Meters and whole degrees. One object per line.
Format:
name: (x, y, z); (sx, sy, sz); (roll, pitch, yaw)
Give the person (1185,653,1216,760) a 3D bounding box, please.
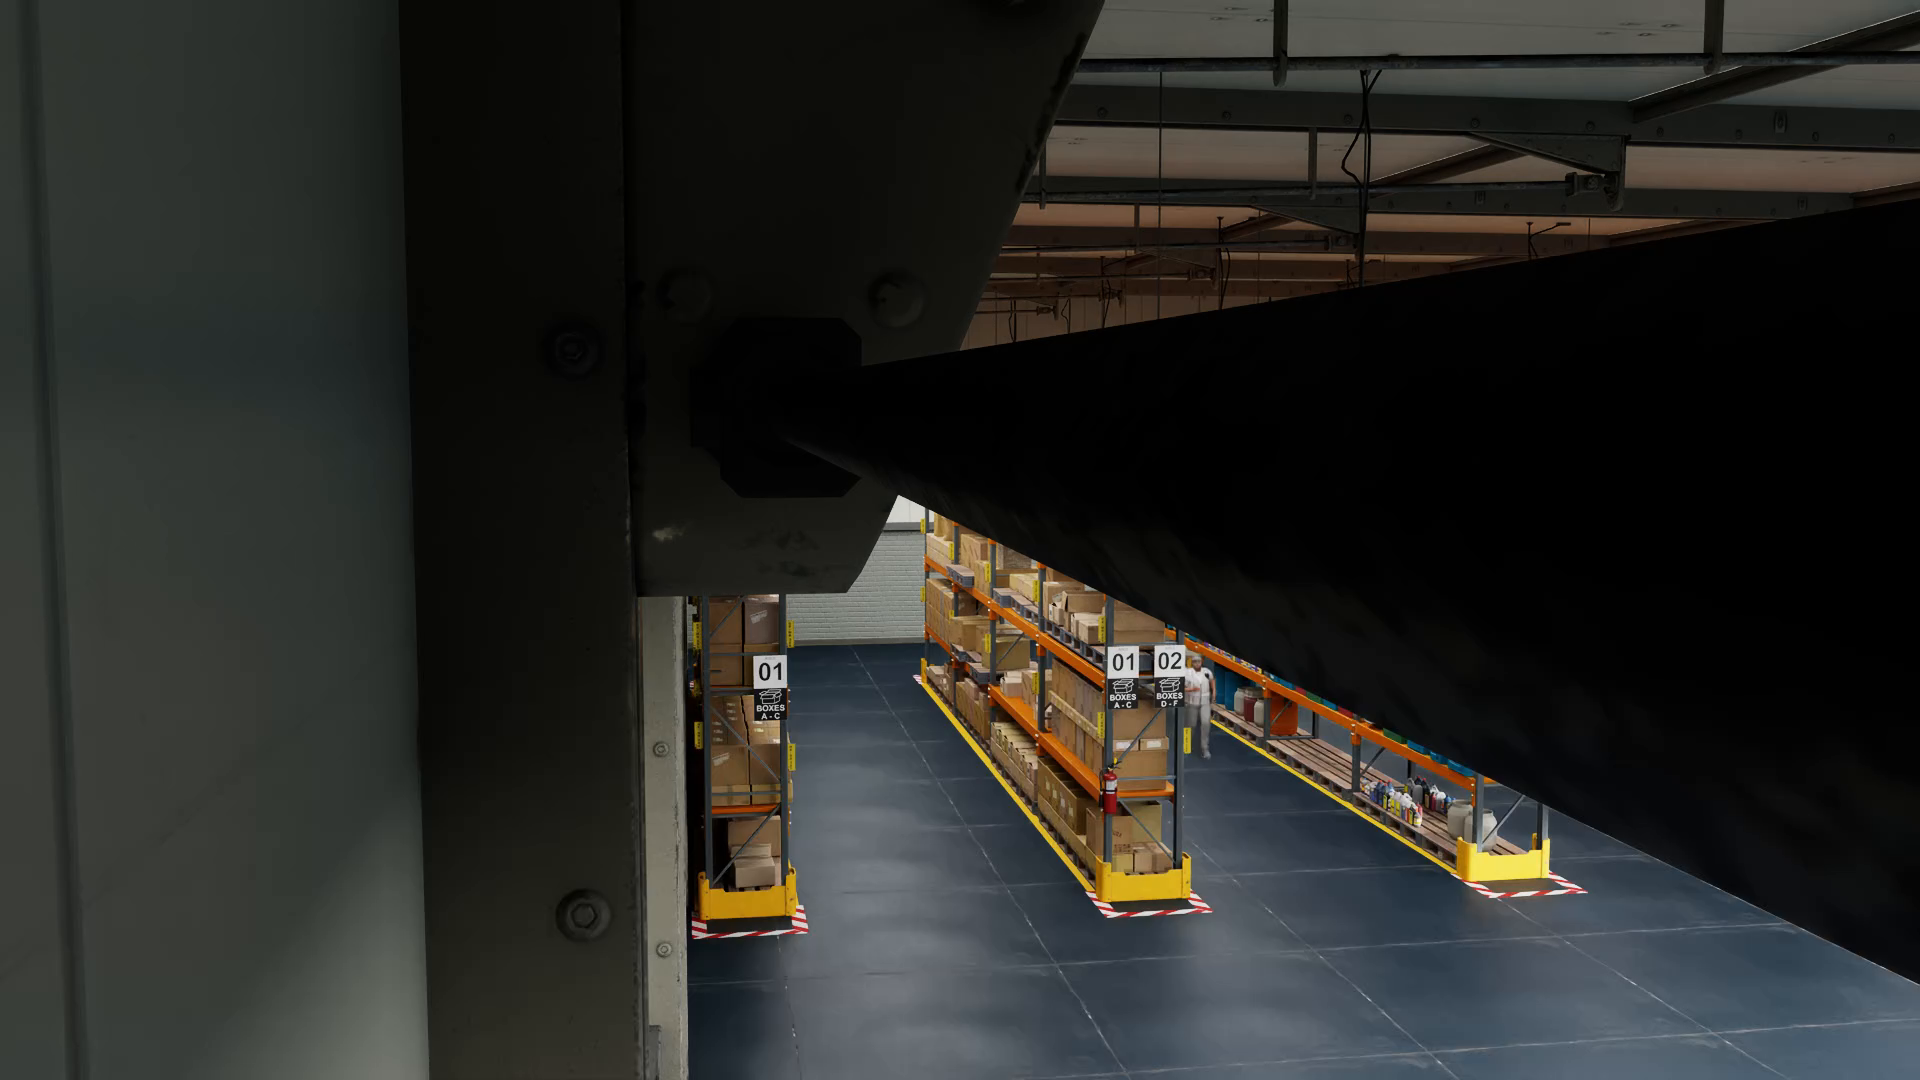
person: (4.189, 2.876, 29.212); (0.669, 1.790, 0.978); (0, 5, -2)
